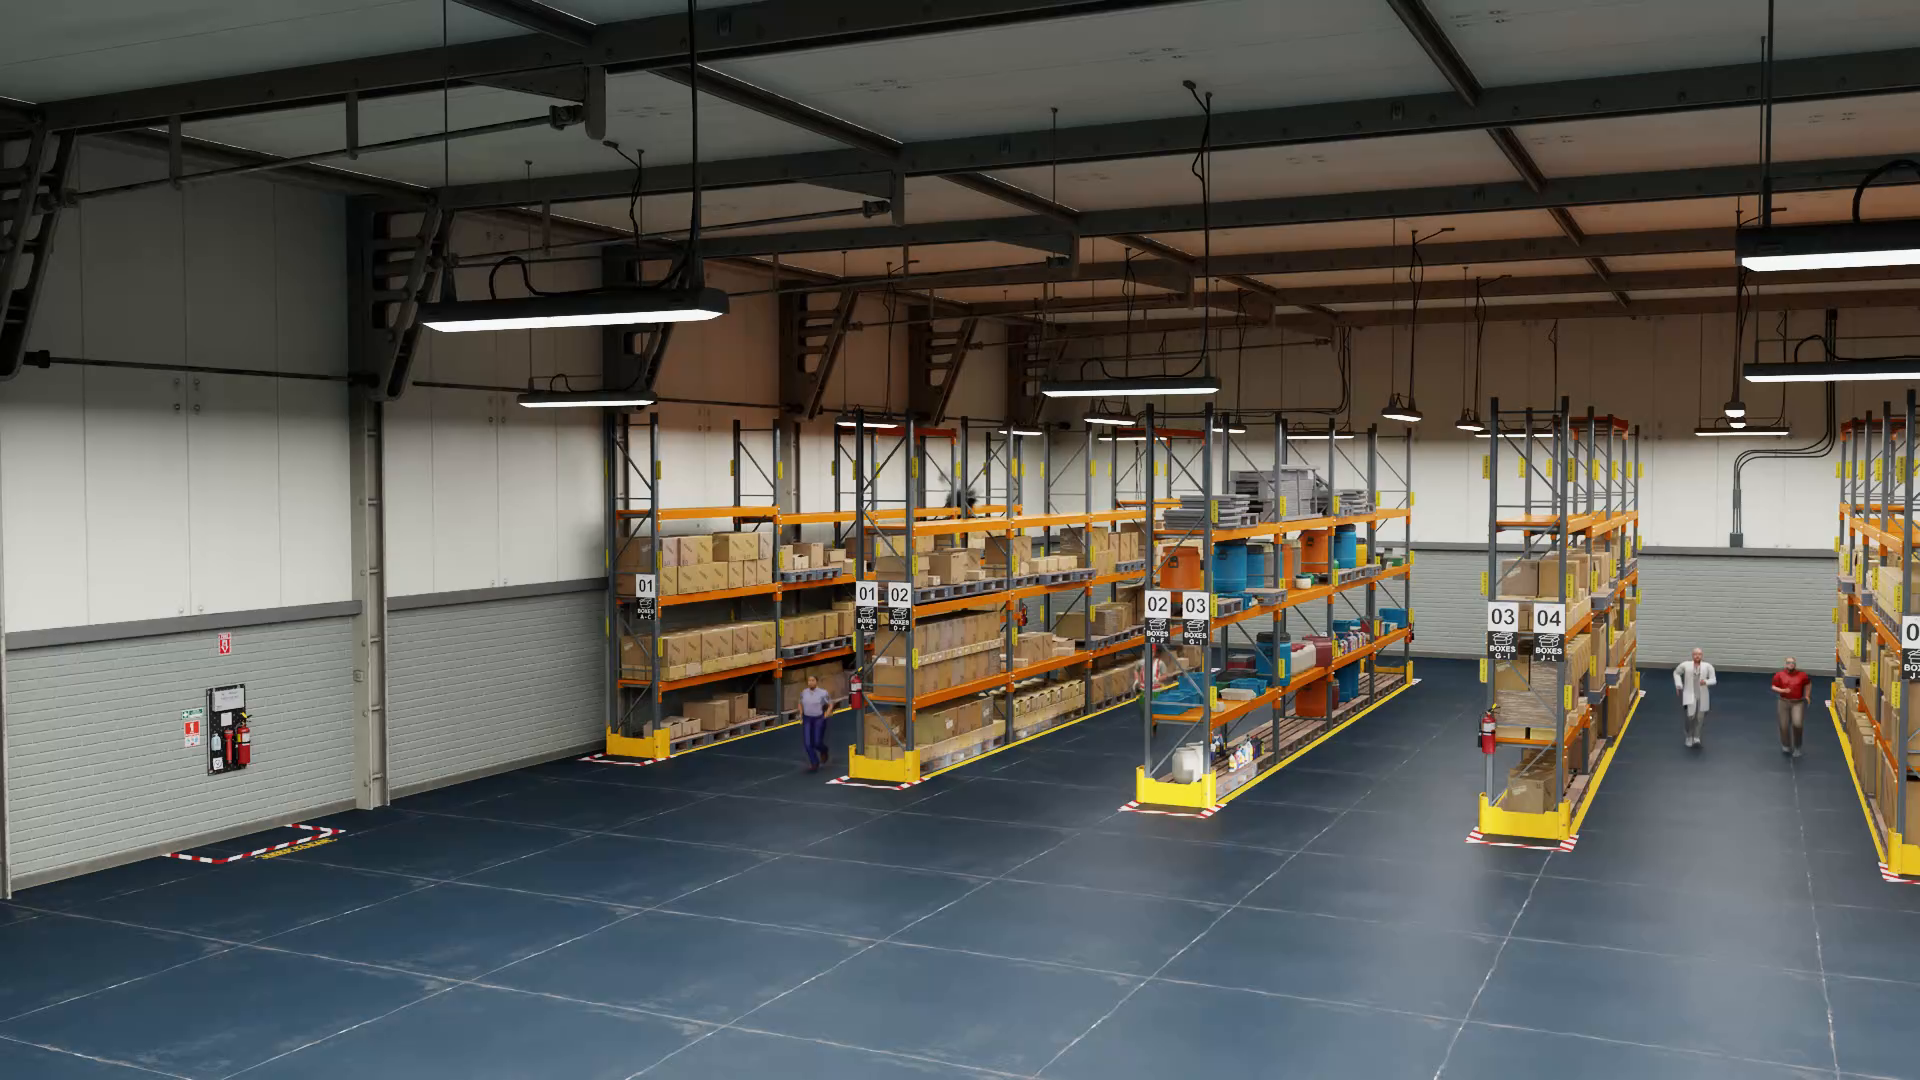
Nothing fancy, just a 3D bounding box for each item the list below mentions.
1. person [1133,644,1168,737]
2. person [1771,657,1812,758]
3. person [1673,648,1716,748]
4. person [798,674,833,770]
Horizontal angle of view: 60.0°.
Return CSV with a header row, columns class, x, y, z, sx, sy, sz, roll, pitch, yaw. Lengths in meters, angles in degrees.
class,x,y,z,sx,sy,sz,roll,pitch,yaw
person,3.529,2.806,30.863,0.641,1.754,0.667,0,2,10
person,14.529,2.933,29.075,0.637,1.765,0.736,1,3,26
person,13.285,2.856,30.036,0.673,1.800,0.773,1,2,15
person,-2.435,3.033,27.721,0.612,1.599,0.568,1,3,18
